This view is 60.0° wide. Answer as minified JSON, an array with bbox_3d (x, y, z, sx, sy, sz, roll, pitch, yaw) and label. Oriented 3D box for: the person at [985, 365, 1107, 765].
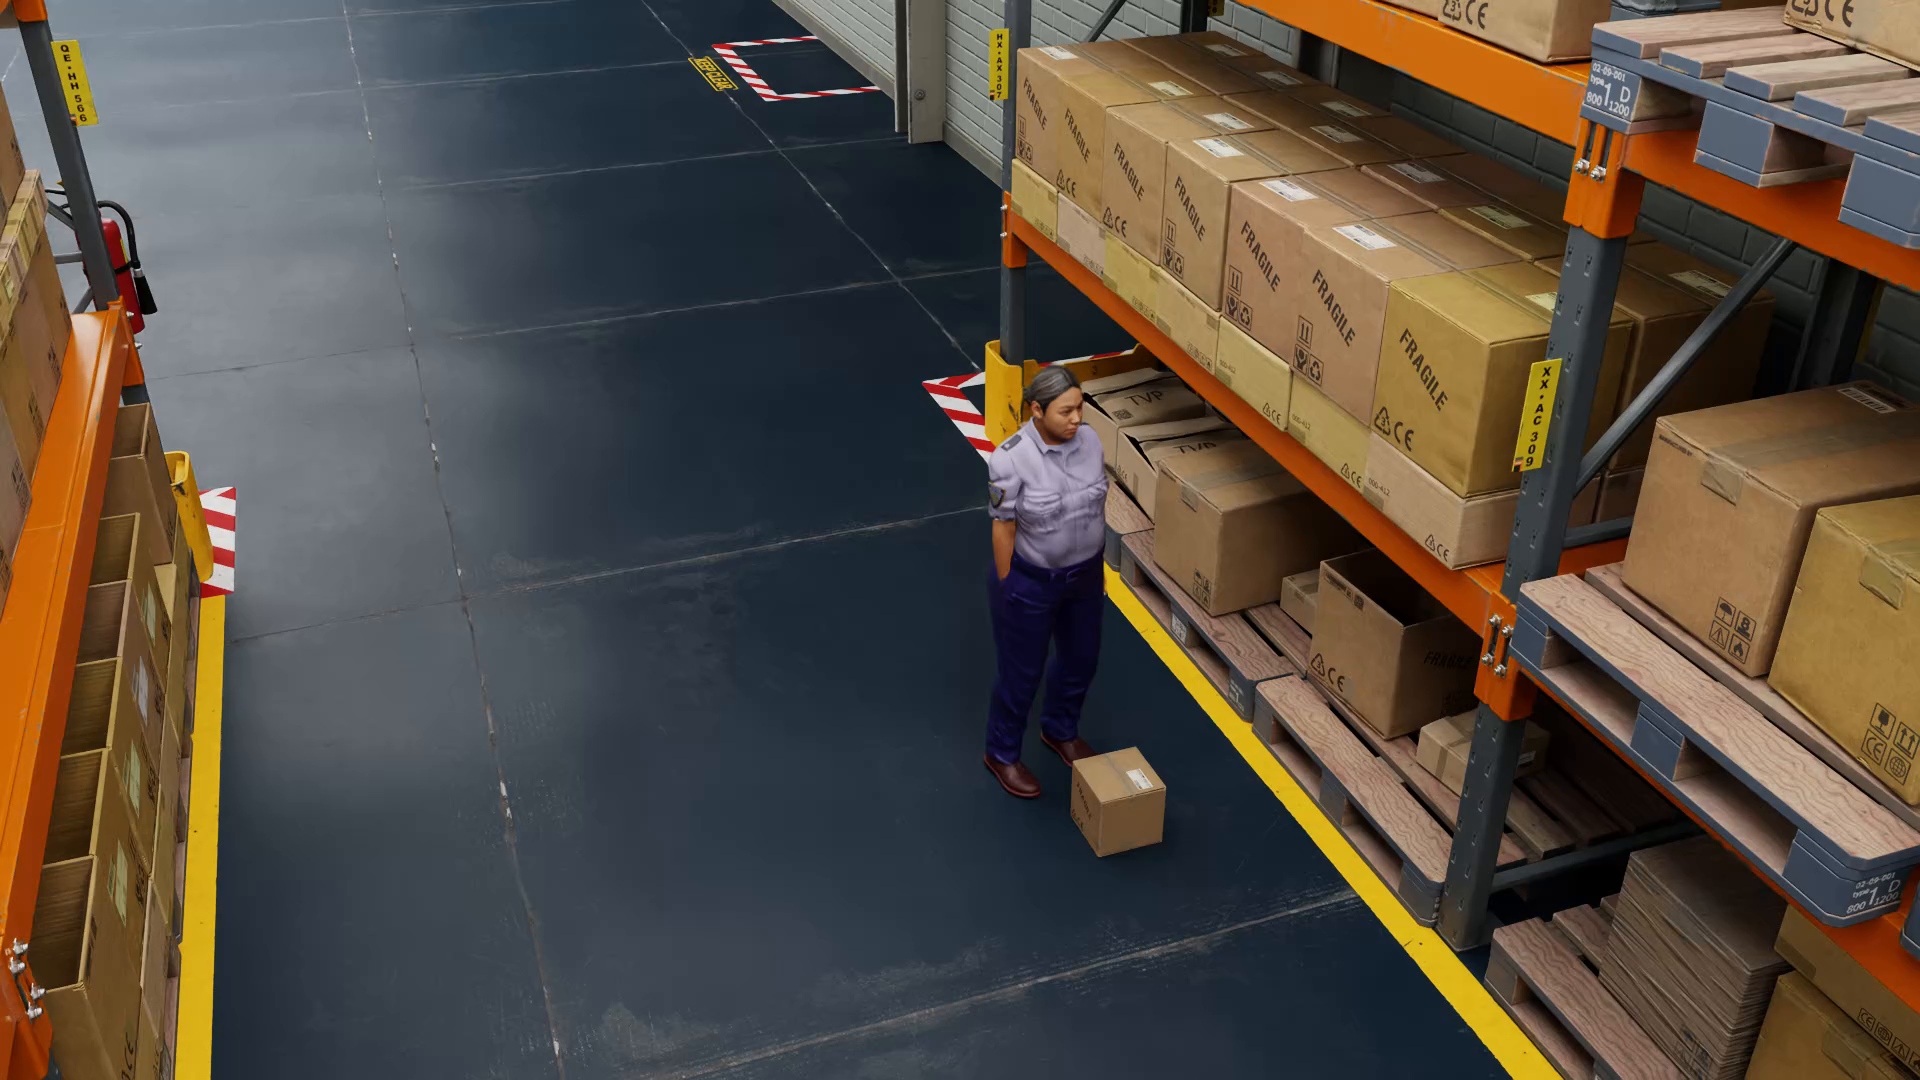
[{"bbox_3d":[0.329,0.113,5.883,0.468,1.574,0.343,-18,35,-28],"label":"person"}]
